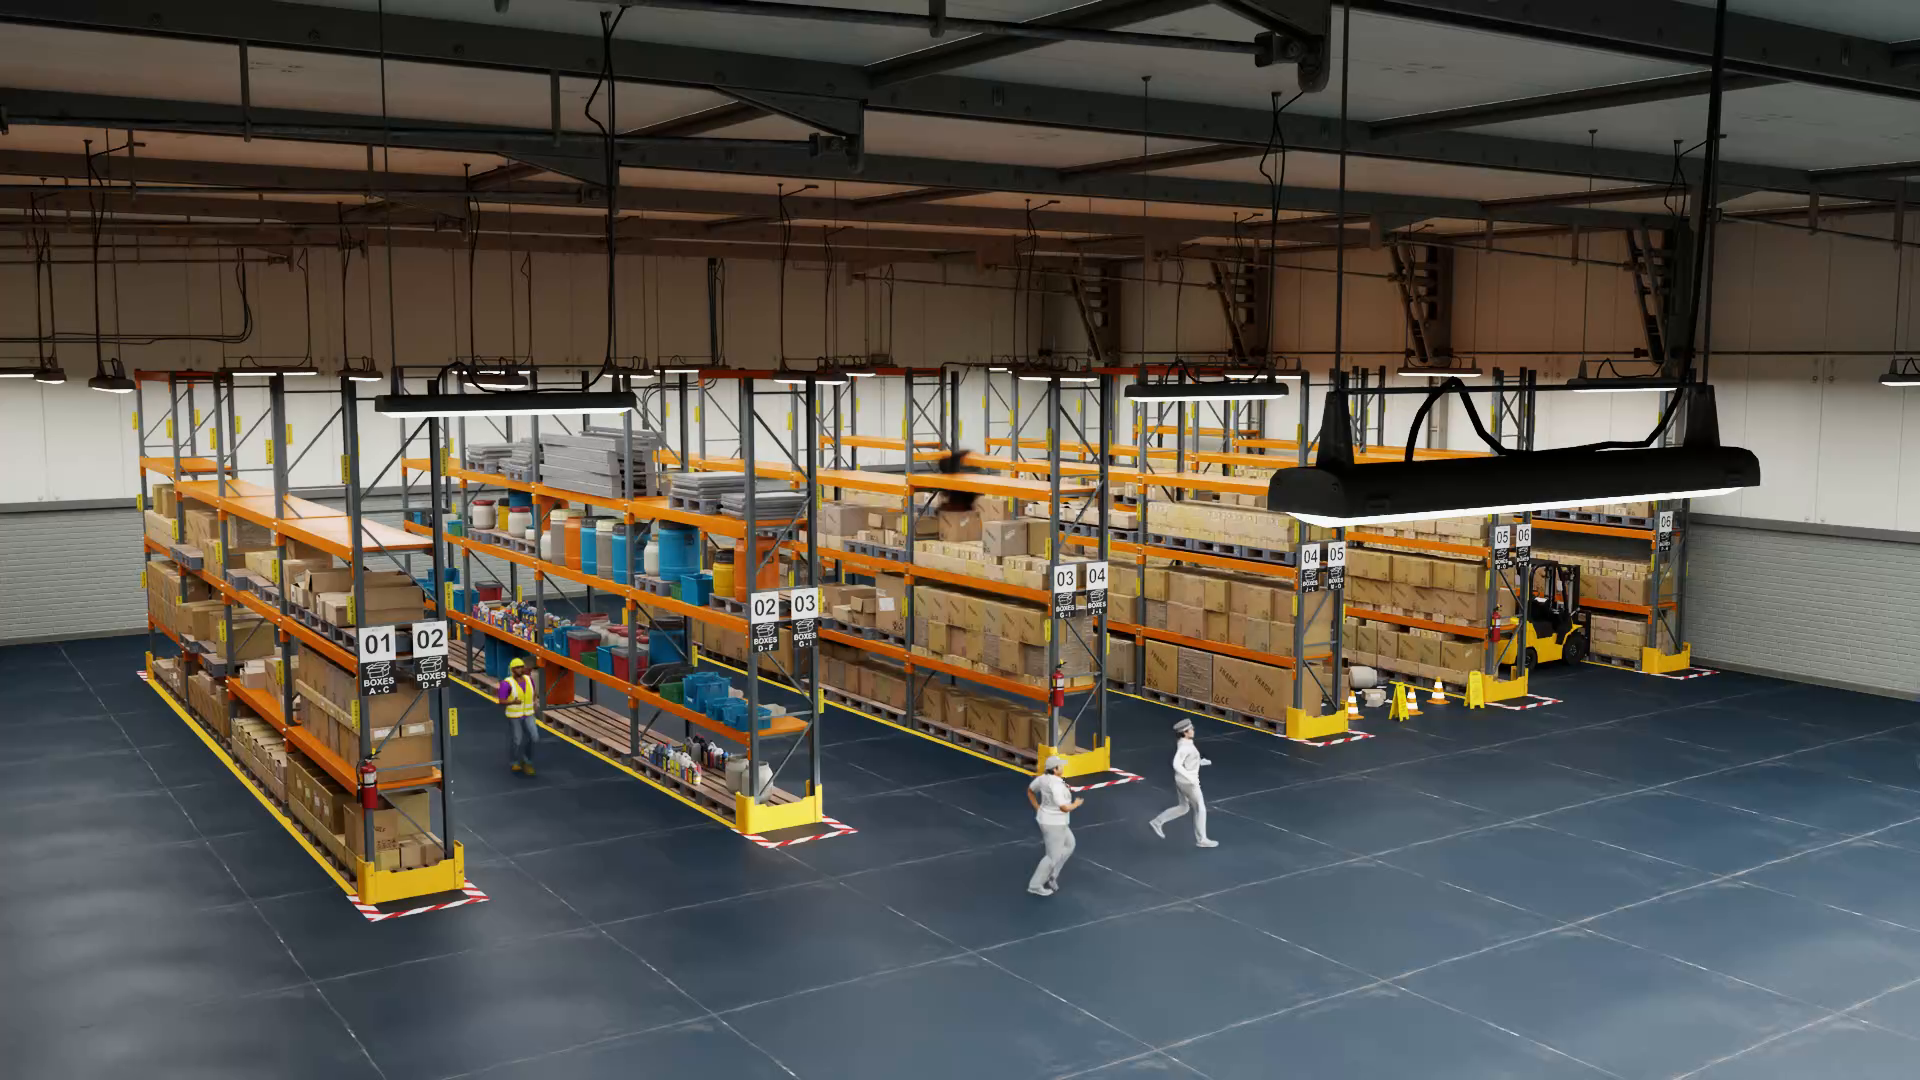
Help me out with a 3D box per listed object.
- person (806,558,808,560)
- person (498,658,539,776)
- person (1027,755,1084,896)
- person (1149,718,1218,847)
[{"bbox_3d":[-3.489,1.212,38.325,0.592,1.610,0.559,-4,8,-32],"label":"person"},{"bbox_3d":[-6.559,2.658,24.878,0.677,1.795,0.683,-5,8,-38],"label":"person"},{"bbox_3d":[1.108,3.332,19.393,0.690,1.690,0.595,-1,7,-12],"label":"person"},{"bbox_3d":[2.873,3.095,21.251,0.883,1.670,0.624,0,6,-1],"label":"person"}]
